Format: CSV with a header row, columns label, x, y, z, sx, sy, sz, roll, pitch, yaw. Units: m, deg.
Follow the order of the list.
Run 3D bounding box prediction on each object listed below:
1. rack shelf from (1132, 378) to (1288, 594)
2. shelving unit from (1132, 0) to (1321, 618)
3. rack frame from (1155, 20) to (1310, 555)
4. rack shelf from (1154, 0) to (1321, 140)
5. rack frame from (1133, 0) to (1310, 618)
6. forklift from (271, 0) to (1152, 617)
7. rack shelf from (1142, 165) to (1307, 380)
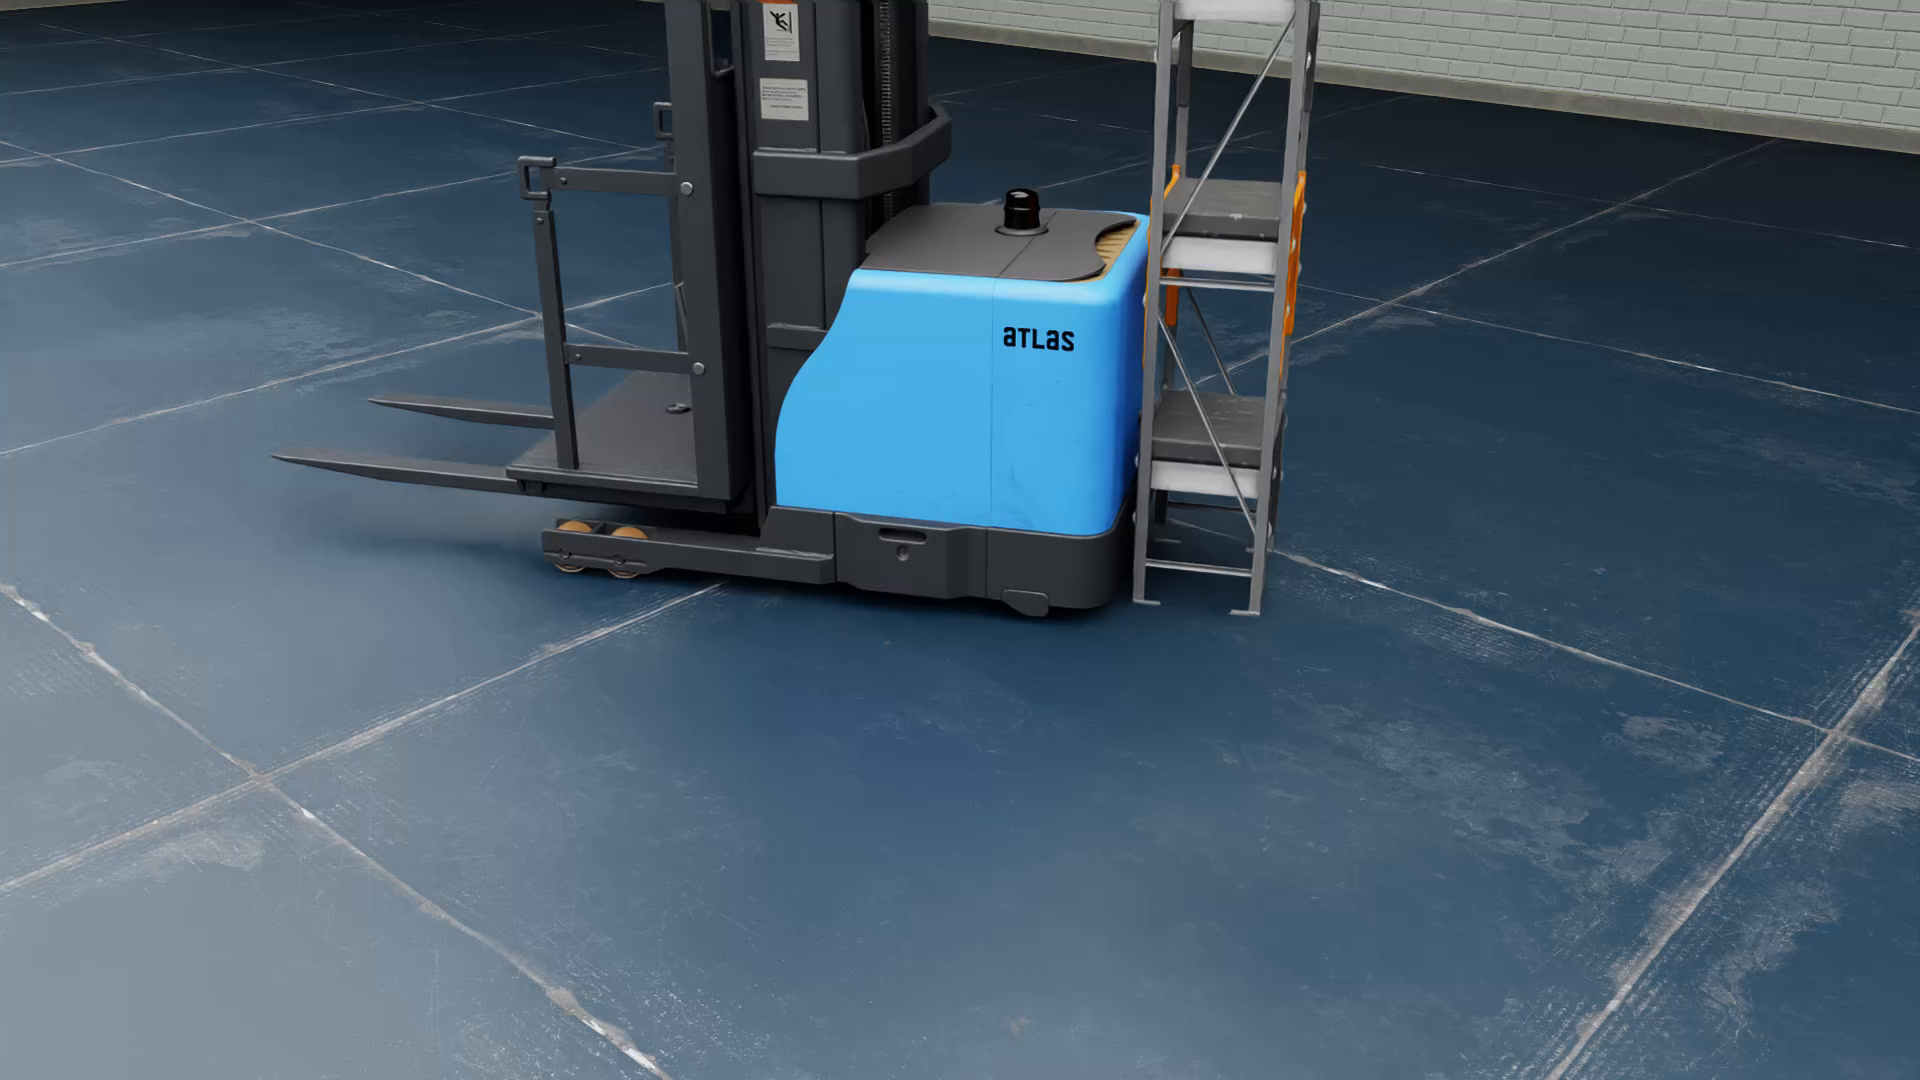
label,x,y,z,sx,sy,sz,roll,pitch,yaw
rack shelf,0.806,-0.183,5.337,0.431,0.518,0.480,6,25,13
shelving unit,0.806,-0.835,5.045,0.431,2.100,0.503,6,25,13
rack frame,0.867,-0.931,5.261,0.400,2.100,0.015,6,25,13
rack shelf,0.806,-1.461,4.764,0.431,0.518,0.480,6,25,13
rack frame,0.745,-0.738,4.829,0.400,2.100,0.015,6,25,13
forklift,-0.888,-1.412,5.316,3.031,2.935,1.130,6,25,13
rack shelf,0.806,-0.822,5.050,0.431,0.518,0.480,6,25,13
